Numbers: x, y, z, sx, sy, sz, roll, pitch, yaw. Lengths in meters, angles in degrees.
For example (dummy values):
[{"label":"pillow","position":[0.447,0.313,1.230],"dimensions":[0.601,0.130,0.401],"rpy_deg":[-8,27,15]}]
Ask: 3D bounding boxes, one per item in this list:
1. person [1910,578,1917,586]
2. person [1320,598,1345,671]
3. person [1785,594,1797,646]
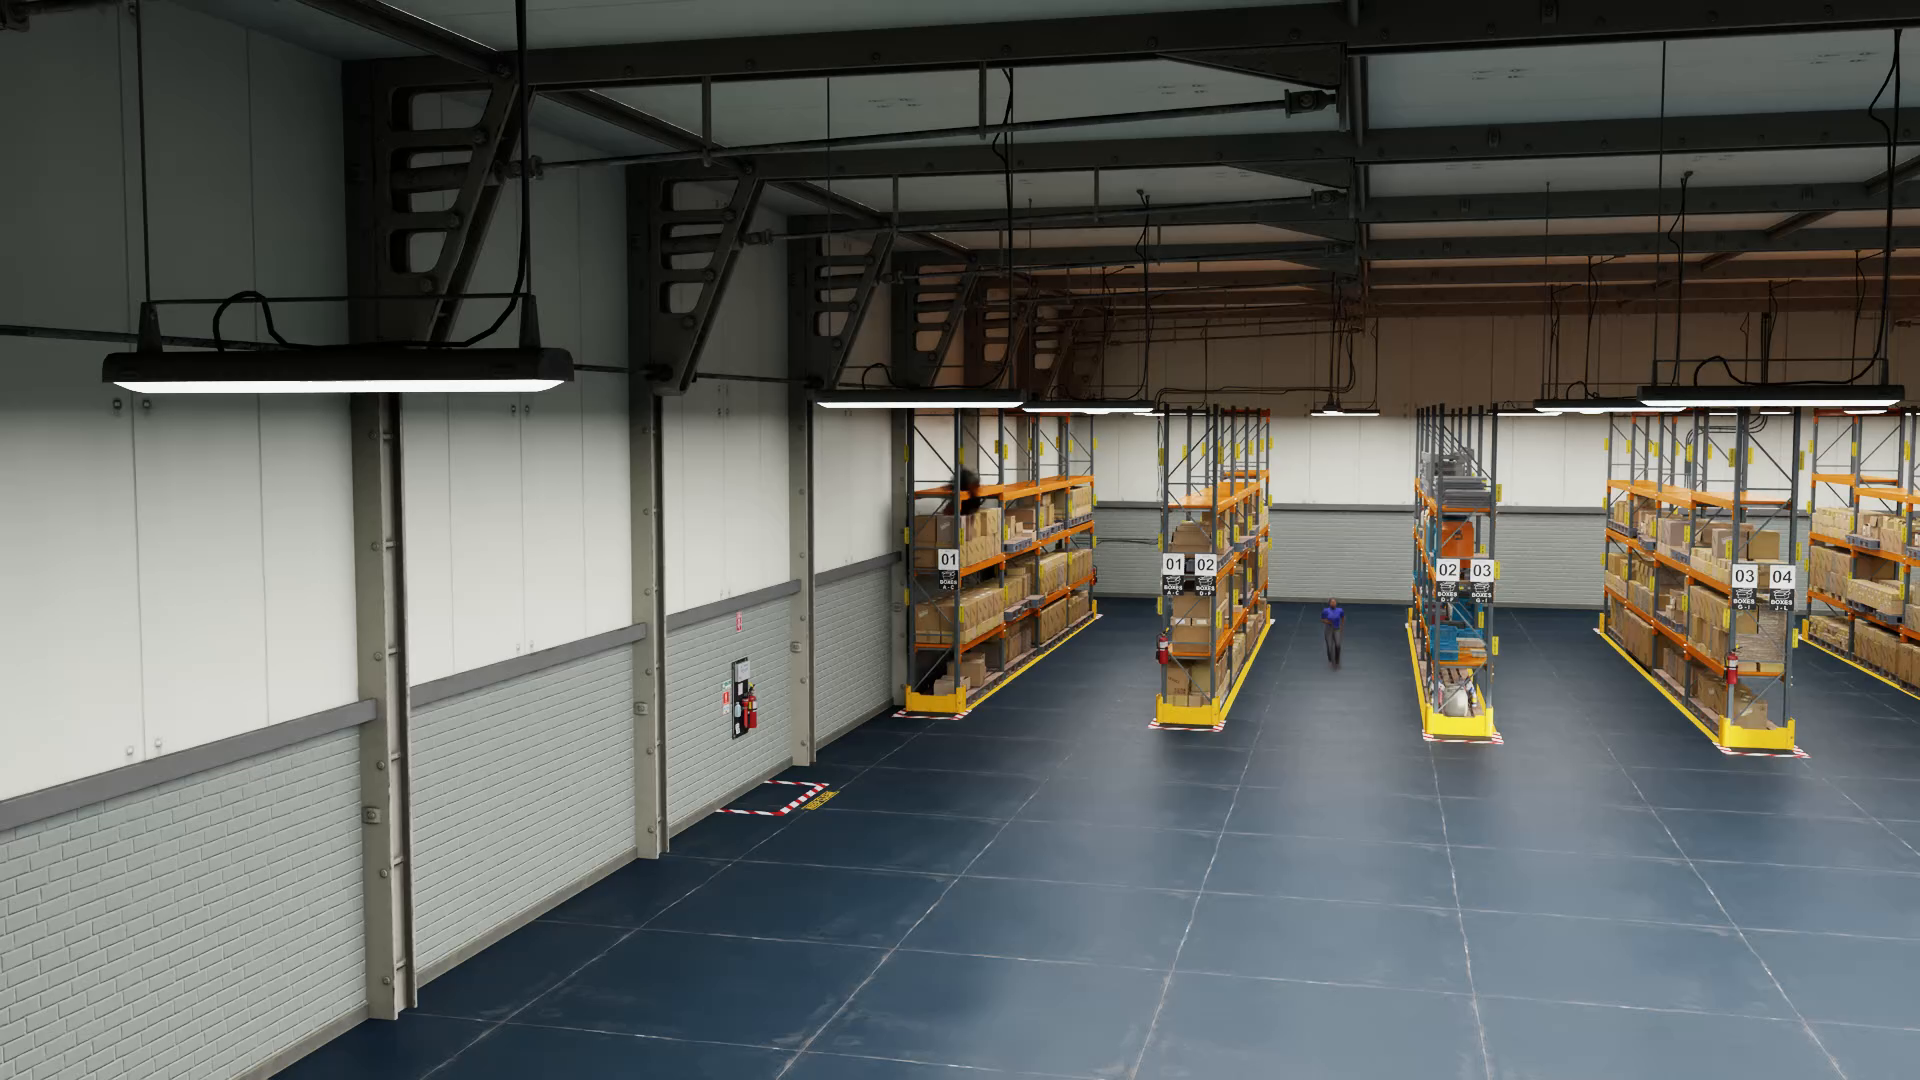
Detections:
[{"label":"person","position":[23.555,1.854,41.151],"dimensions":[0.681,1.837,0.803],"rpy_deg":[0,4,6]},{"label":"person","position":[8.521,2.145,38.041],"dimensions":[0.558,1.674,0.760],"rpy_deg":[1,4,10]},{"label":"person","position":[20.168,1.912,40.867],"dimensions":[0.693,1.743,1.005],"rpy_deg":[0,4,6]}]
